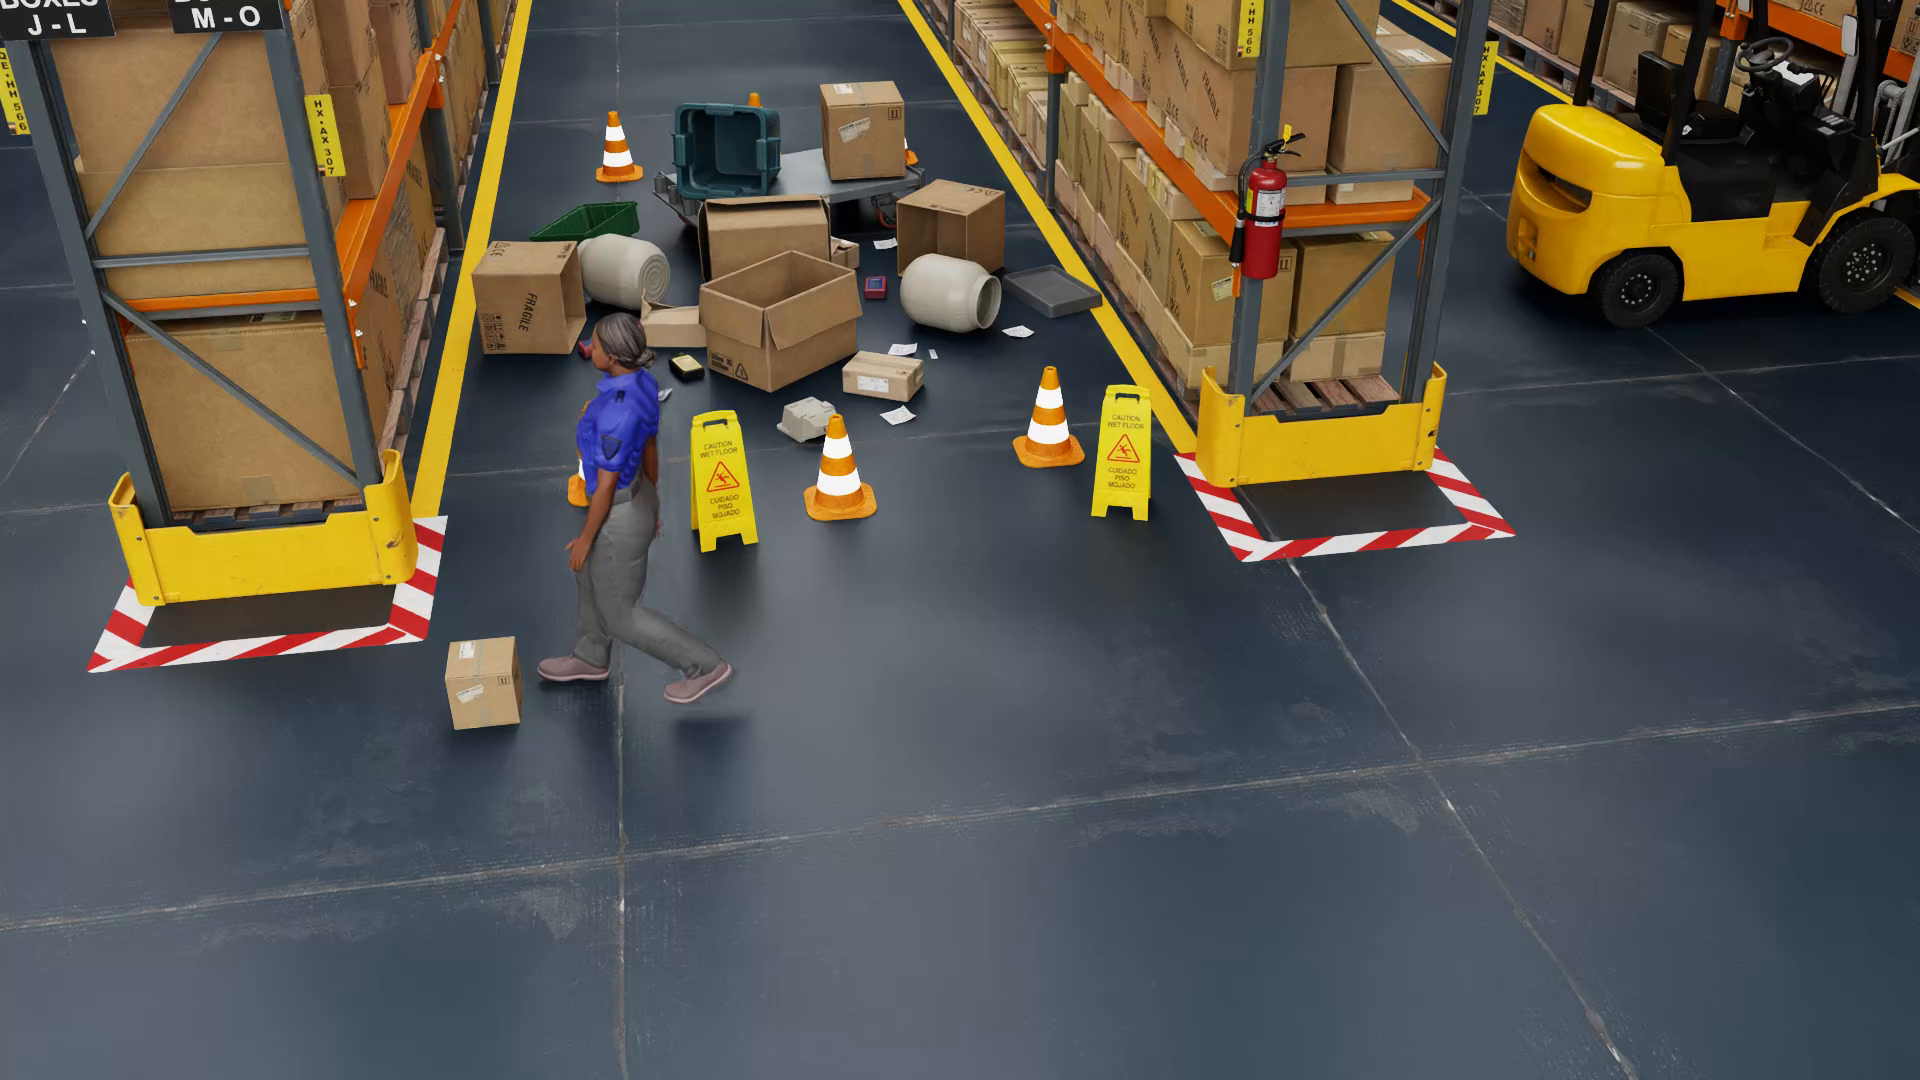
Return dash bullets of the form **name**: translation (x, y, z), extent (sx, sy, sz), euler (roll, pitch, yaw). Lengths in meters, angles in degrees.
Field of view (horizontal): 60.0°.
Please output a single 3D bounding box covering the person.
- **person**: translation (-1.304, -0.097, 6.282), extent (0.827, 1.619, 0.444), euler (-1, 31, -1)
